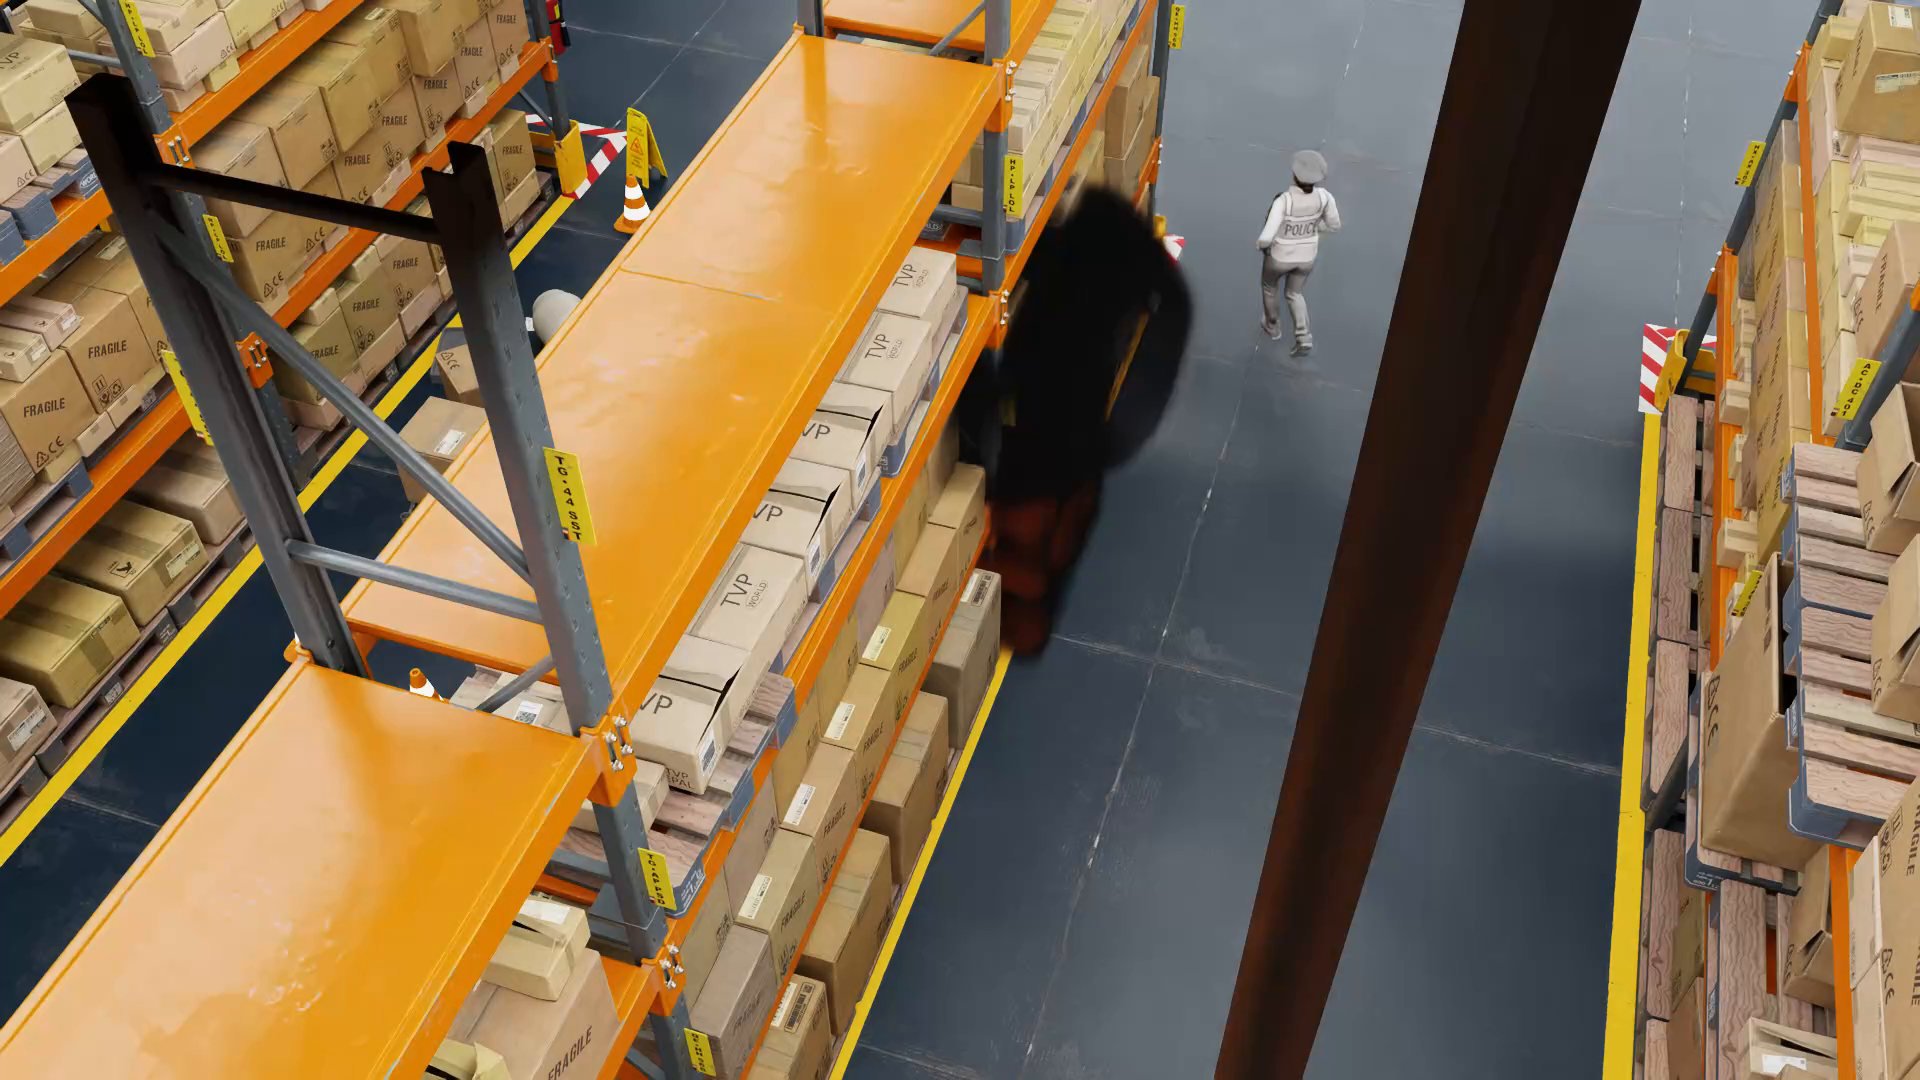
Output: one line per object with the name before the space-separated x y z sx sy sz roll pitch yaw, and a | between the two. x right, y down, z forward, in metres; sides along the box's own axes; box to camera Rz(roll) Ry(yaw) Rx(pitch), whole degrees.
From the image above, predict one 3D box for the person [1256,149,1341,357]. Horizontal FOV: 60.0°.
person | 2.372 -2.000 11.825 0.629 1.662 0.719 -7 46 -7
